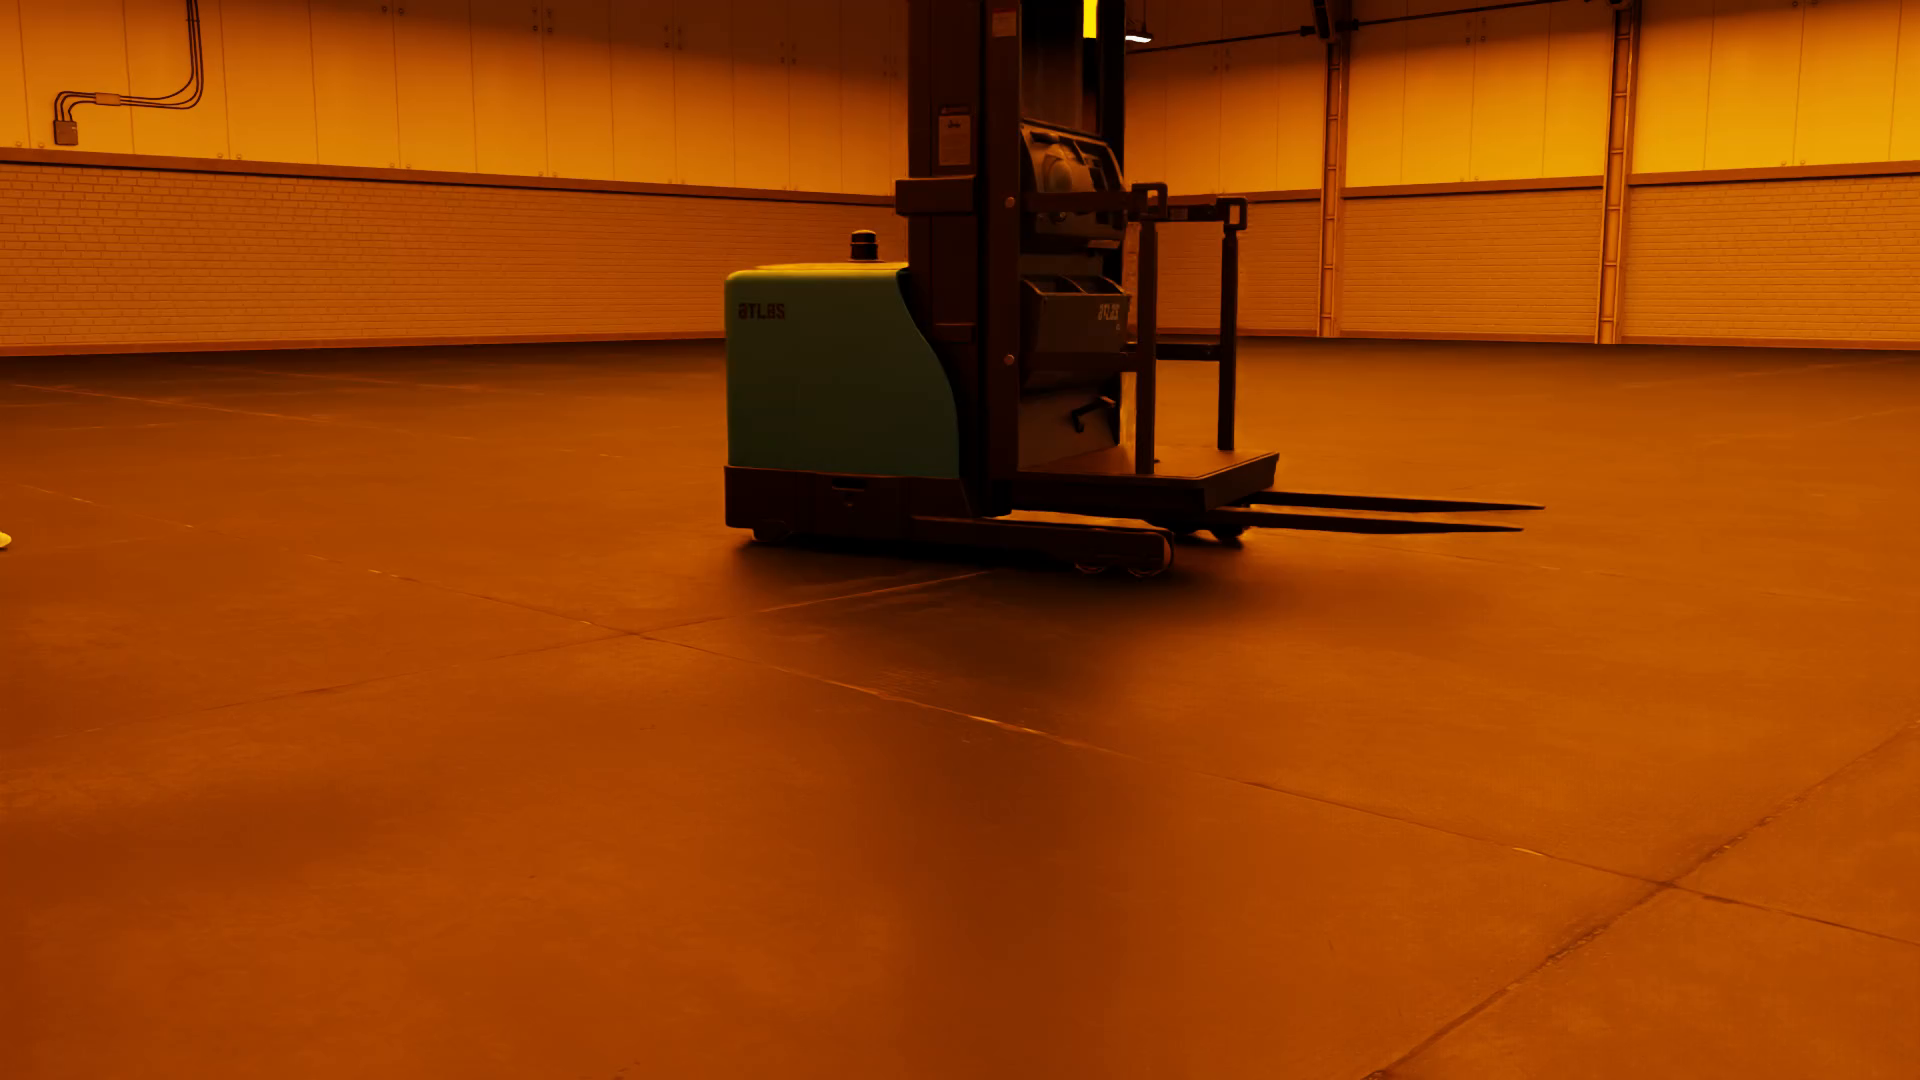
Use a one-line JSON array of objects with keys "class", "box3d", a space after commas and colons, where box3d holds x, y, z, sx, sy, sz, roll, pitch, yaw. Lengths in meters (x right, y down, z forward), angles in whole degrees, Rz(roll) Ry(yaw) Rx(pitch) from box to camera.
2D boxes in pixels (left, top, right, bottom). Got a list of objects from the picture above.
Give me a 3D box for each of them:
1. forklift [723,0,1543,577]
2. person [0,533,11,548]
[{"class": "forklift", "box3d": [0.630, -1.410, 6.236, 3.031, 2.935, 1.130, 4, 9, 23]}, {"class": "person", "box3d": [-3.849, -0.750, 6.103, 0.387, 1.673, 0.569, -1, 9, -5]}]
